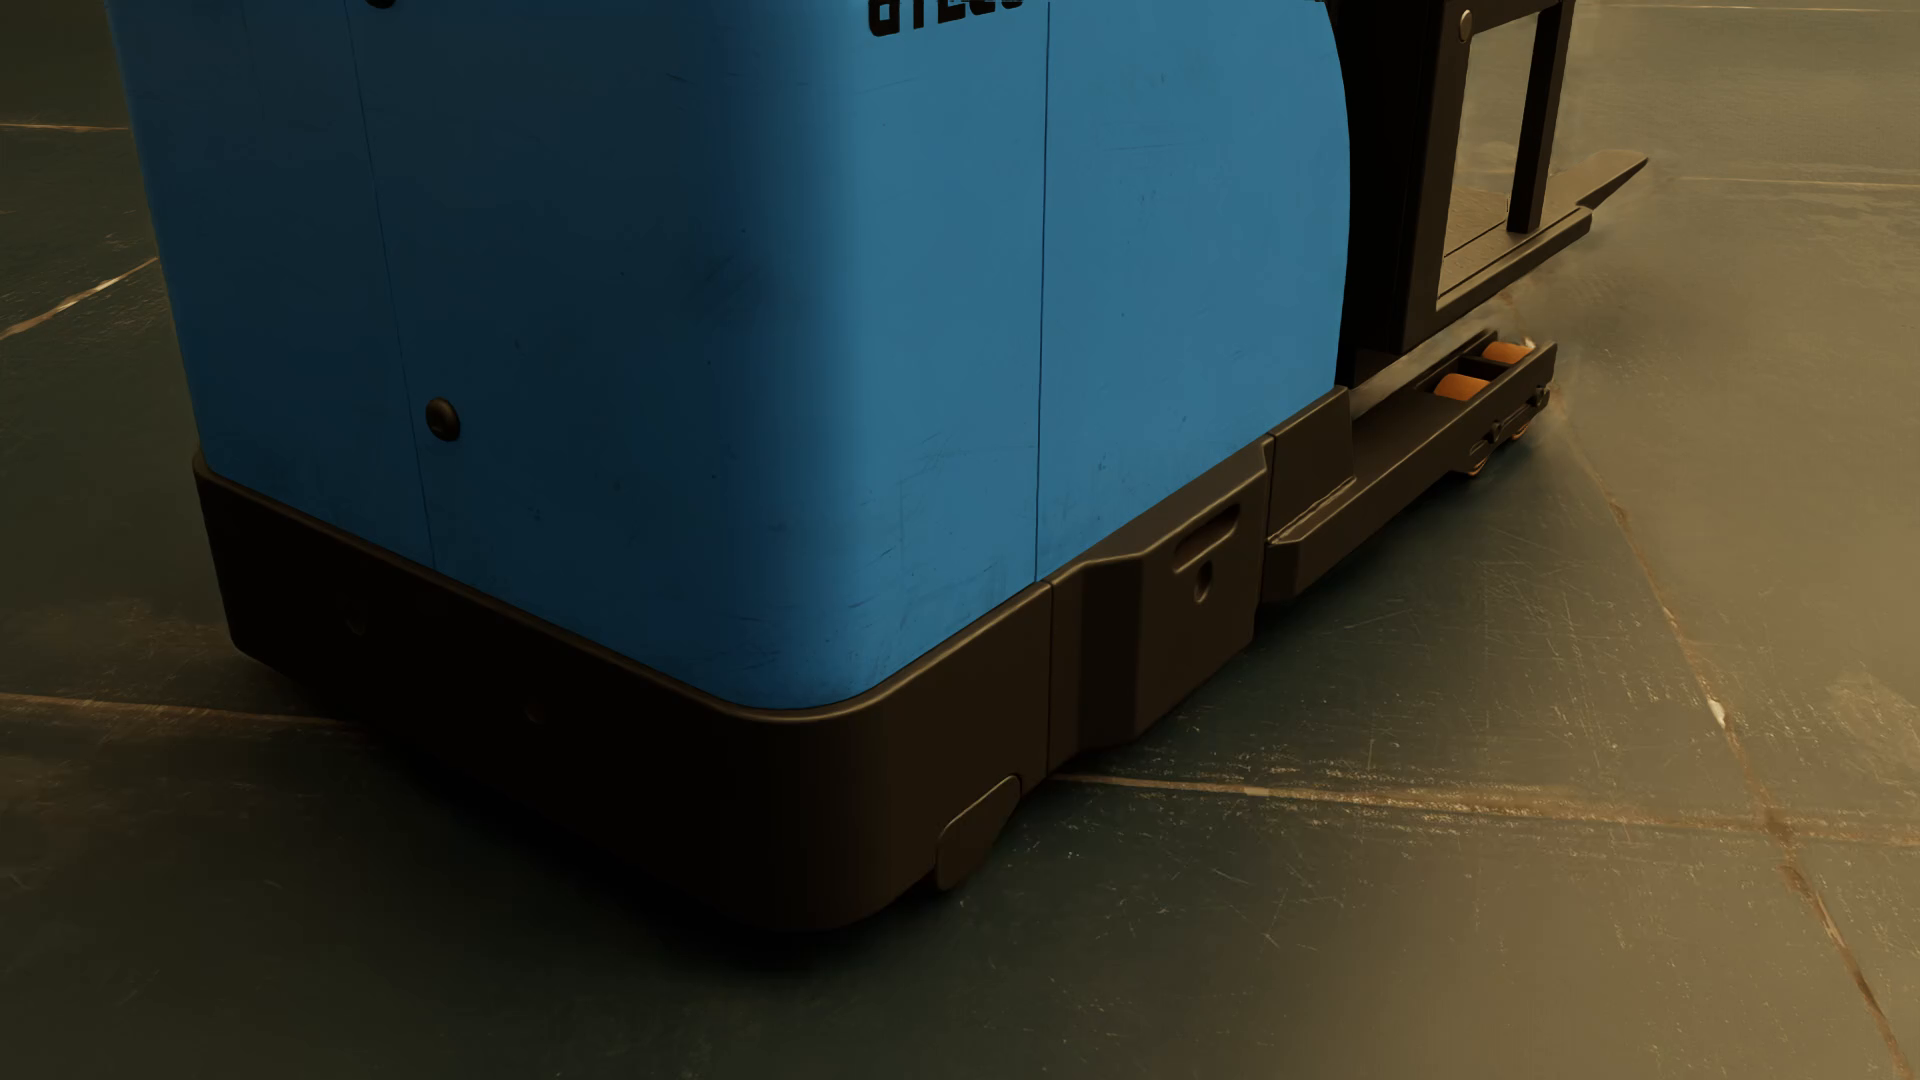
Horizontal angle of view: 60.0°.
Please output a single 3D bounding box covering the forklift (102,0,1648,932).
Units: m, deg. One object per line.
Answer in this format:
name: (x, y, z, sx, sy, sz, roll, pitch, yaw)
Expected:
forklift: (0.362, -1.533, 2.289, 1.130, 2.935, 3.031, 19, 32, 33)
